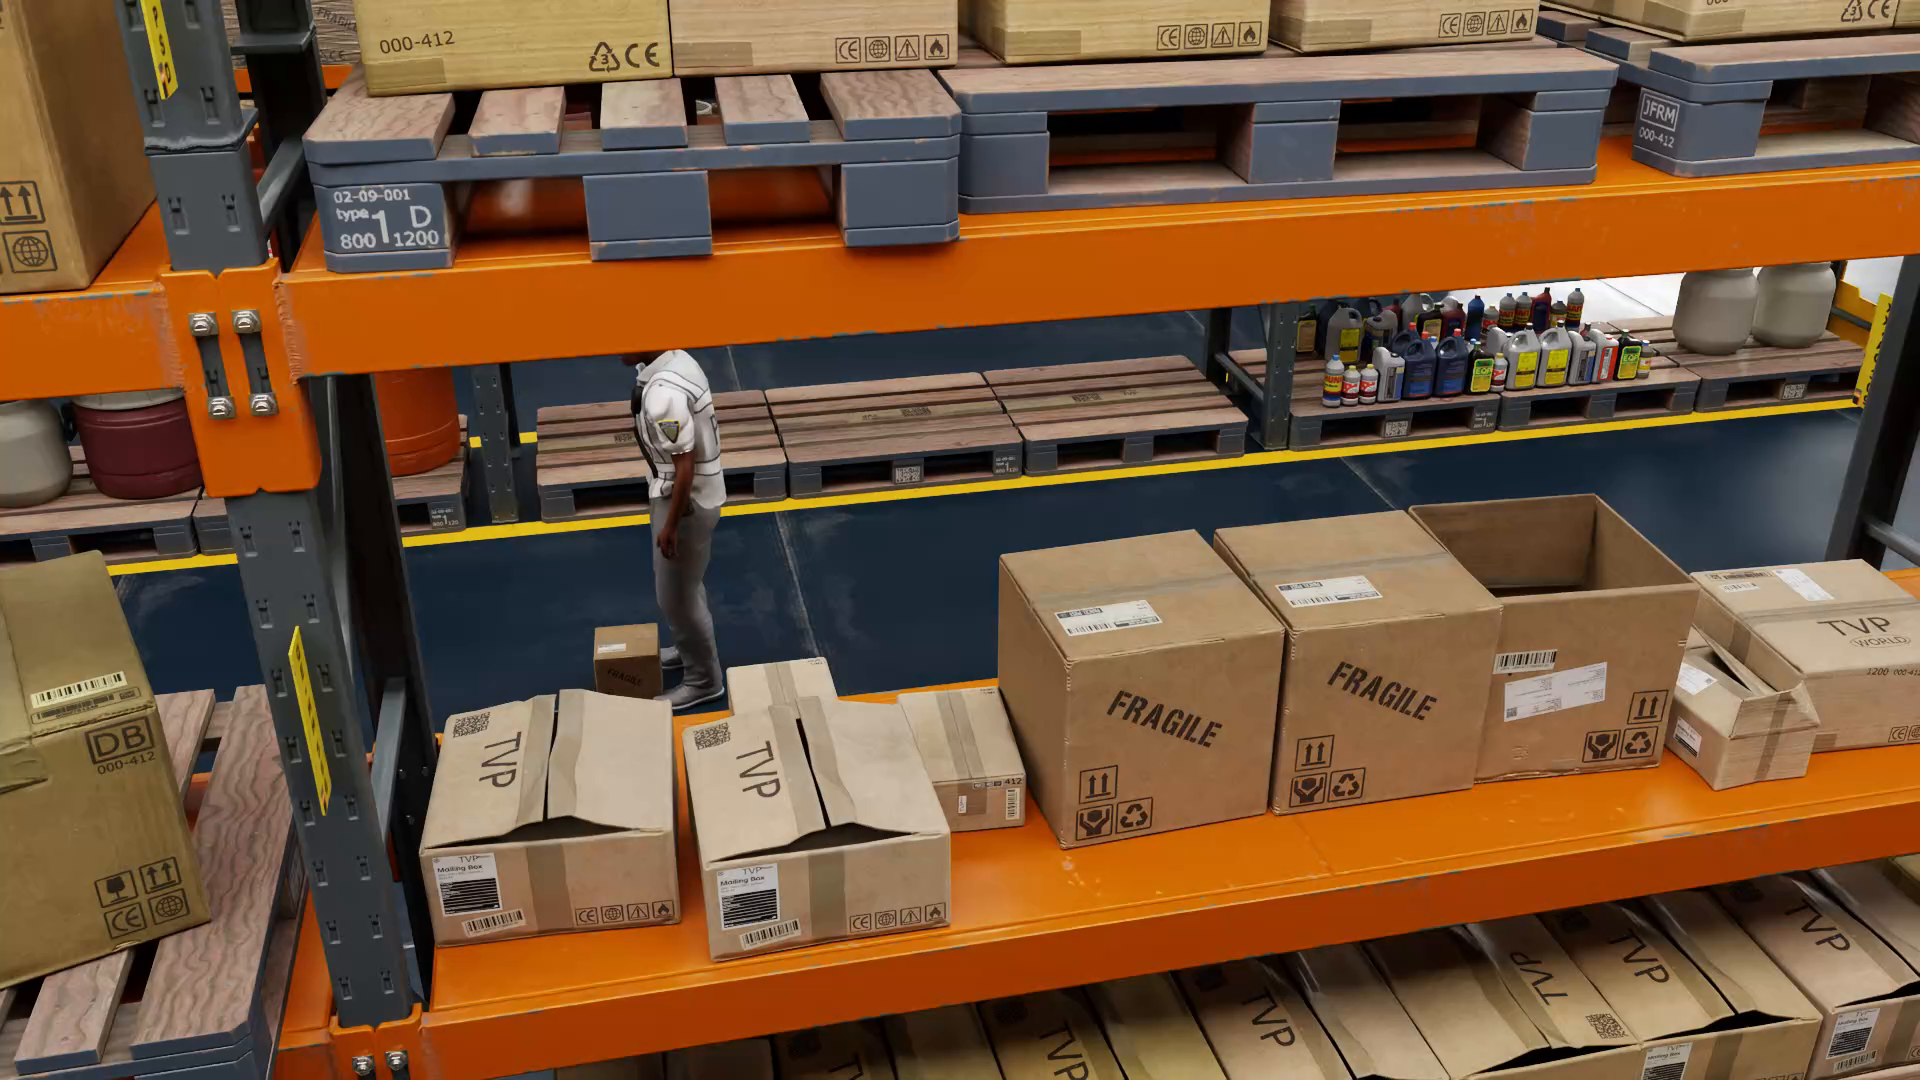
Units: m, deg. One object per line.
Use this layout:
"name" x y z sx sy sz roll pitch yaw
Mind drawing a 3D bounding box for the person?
"person" -1.100 -0.147 6.406 0.393 1.660 0.506 -6 27 -11
